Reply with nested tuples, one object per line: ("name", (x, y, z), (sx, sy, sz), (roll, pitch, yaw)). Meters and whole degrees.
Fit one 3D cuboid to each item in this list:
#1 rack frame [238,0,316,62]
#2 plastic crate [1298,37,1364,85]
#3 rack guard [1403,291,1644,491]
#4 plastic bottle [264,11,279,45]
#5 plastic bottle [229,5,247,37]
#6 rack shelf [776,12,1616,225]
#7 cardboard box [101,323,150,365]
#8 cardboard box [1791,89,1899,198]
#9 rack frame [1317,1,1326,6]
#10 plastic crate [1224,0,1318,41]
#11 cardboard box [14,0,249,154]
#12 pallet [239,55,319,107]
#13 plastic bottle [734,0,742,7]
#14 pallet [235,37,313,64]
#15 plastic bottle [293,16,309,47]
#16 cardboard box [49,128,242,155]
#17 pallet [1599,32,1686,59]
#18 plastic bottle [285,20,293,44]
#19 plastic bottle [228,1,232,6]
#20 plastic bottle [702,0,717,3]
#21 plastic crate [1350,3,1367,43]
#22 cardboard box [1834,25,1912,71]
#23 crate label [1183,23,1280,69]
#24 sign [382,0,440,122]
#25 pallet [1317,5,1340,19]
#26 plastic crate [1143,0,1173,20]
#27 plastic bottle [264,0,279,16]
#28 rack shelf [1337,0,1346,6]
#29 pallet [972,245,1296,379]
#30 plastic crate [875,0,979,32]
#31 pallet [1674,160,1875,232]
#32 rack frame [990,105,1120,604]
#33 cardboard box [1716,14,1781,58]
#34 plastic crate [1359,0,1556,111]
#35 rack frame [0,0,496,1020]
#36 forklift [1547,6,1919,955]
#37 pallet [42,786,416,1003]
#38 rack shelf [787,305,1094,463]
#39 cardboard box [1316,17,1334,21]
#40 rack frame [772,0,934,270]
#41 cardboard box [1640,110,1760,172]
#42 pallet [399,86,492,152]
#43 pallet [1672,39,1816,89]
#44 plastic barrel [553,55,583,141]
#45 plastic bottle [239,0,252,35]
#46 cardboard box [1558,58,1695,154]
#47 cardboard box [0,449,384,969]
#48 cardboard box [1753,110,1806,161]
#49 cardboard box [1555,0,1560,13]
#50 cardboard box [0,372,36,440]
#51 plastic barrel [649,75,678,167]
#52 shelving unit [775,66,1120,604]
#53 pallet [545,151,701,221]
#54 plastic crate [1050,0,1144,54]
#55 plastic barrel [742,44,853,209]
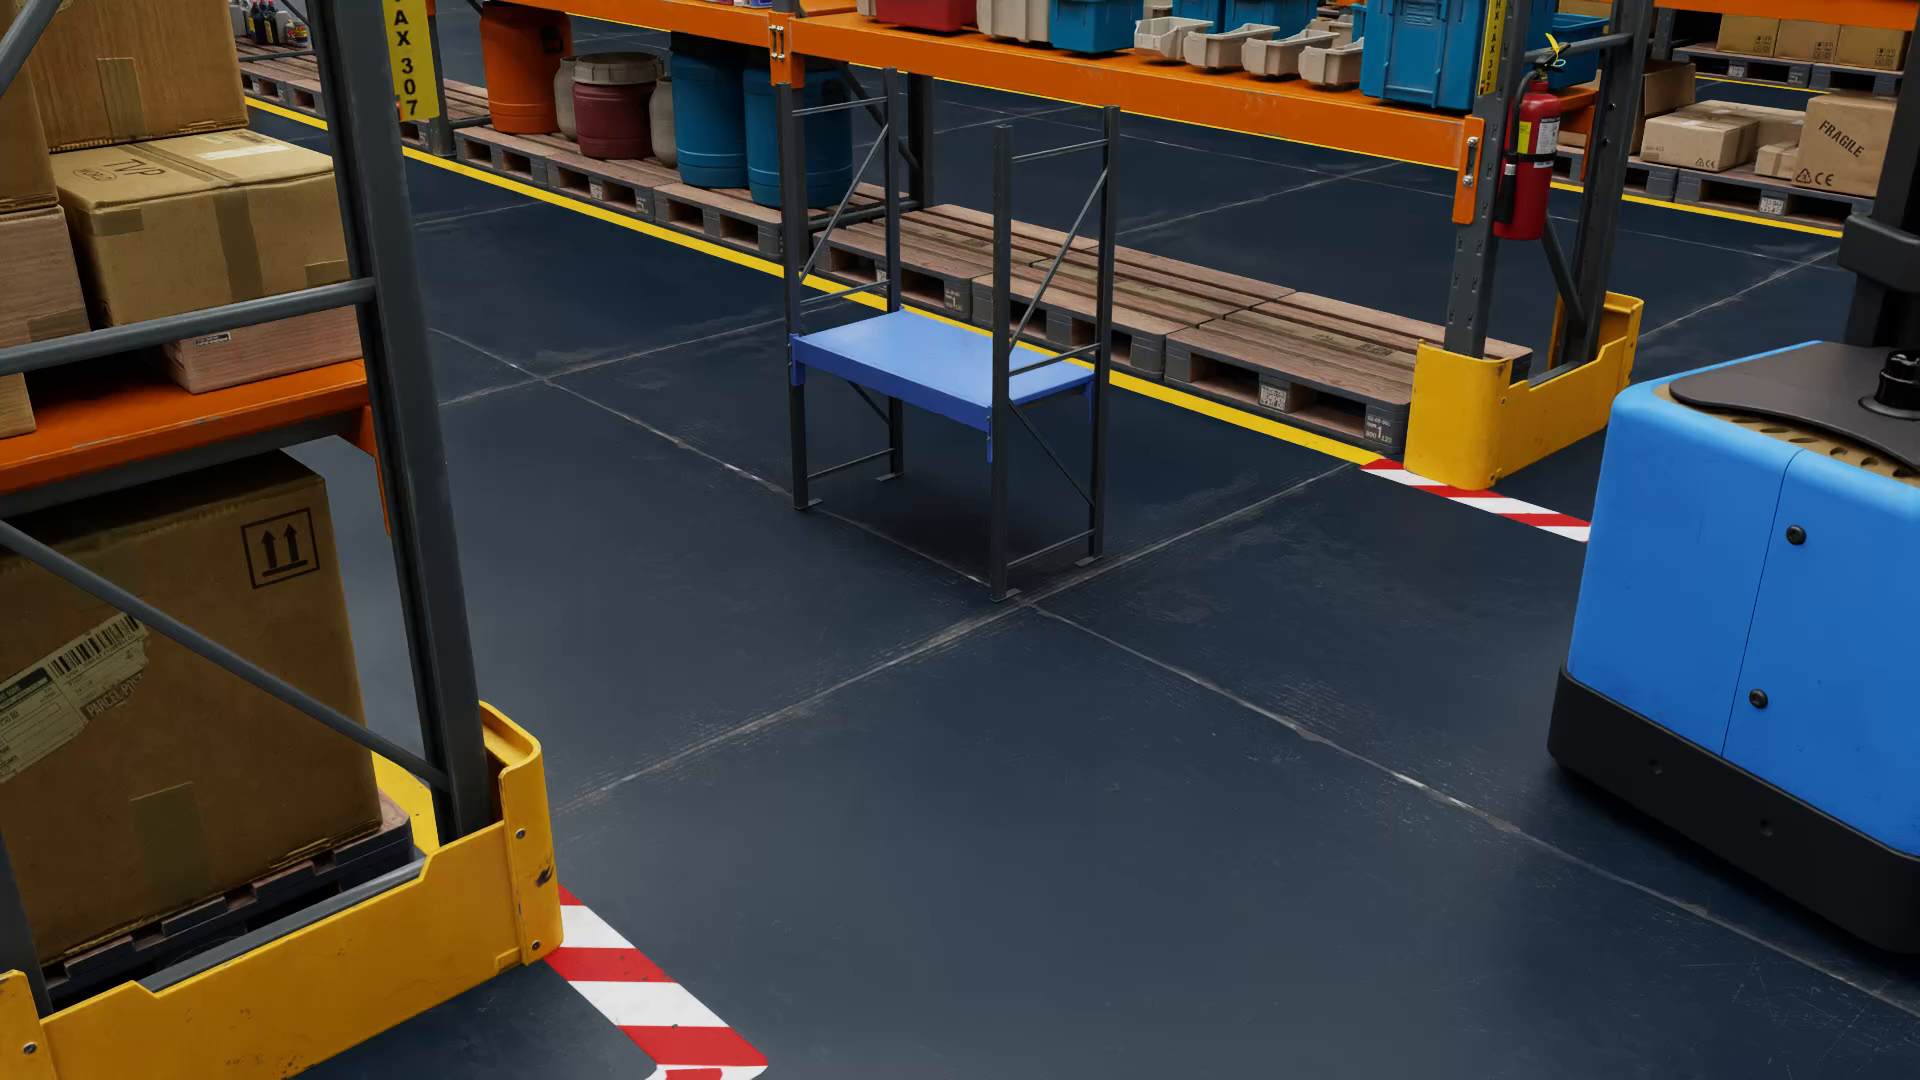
("rack frame", (-6.018, -5.391, 13.953), (1.000, 3.000, 0.127), (-21, 32, -38))
("plastic crate", (1.495, -1.858, 6.455), (0.396, 0.136, 0.243), (-21, 32, -38))
("rack guard", (2.210, -0.615, 6.495), (1.175, 0.500, 0.348), (-21, 32, -38))
("plastic bottle", (-6.234, -4.636, 15.041), (0.061, 0.283, 0.133), (-21, 32, -38))
("plastic bottle", (-6.777, -4.851, 15.520), (0.152, 0.276, 0.135), (-21, 32, -38))
("rack shelf", (0.817, -2.034, 7.461), (1.077, 0.370, 4.000), (-21, 32, -38))
("cardboard box", (-1.609, -0.515, 3.566), (0.380, 0.149, 0.250), (-22, 32, -39))
("cardboard box", (5.251, -2.317, 9.697), (0.500, 0.500, 0.500), (-21, 32, -38))
("rack frame", (3.948, -6.990, 17.457), (1.000, 3.000, 0.127), (-21, 32, -38))
("plastic crate", (1.356, -2.274, 7.249), (0.416, 0.233, 0.300), (-21, 32, -38))
("cardboard box", (-1.904, -1.132, 3.536), (0.500, 0.500, 0.500), (-22, 33, -40))
("pallet", (-5.453, -3.895, 14.035), (1.003, 0.211, 1.213), (-21, 32, -38))
("plastic bottle", (-1.154, -2.932, 8.802), (0.097, 0.201, 0.097), (0, 25, 0))
("pallet", (-6.446, -4.338, 15.004), (1.003, 0.211, 1.213), (-21, 32, -38))
("plastic bottle", (-5.915, -4.571, 14.912), (0.097, 0.271, 0.097), (0, 25, 0))
("cardboard box", (-1.922, -0.795, 3.701), (0.500, 0.250, 0.500), (-22, 32, -39))
("pallet", (6.100, -4.721, 15.845), (1.003, 0.211, 1.213), (-21, 32, -38))
("plastic bottle", (-6.054, -4.601, 15.062), (0.097, 0.201, 0.097), (0, 25, 0))
("plastic bottle", (-6.929, -5.006, 15.860), (0.152, 0.276, 0.135), (-22, 33, -40))
("plastic bottle", (-1.305, -3.049, 8.969), (0.152, 0.276, 0.135), (-21, 32, -38))
("plastic crate", (1.806, -2.074, 6.812), (0.416, 0.233, 0.300), (-21, 32, -38))
("cardboard box", (7.808, -4.267, 13.994), (0.700, 0.500, 0.500), (-20, 31, -37))
("crate label", (1.099, -2.028, 6.826), (0.396, 0.136, 0.243), (-21, 32, -38))
("sign", (-1.022, -0.936, 3.049), (0.100, 0.325, 0.005), (-21, 32, -38))
("pallet", (4.432, -5.461, 17.466), (1.003, 0.211, 1.213), (-21, 32, -38))
("plastic crate", (0.860, -2.432, 7.713), (0.293, 0.136, 0.466), (-21, 32, -38))
("plastic bottle", (-6.266, -4.748, 15.206), (0.144, 0.351, 0.185), (-20, 31, -37))
("rack shelf", (1.702, -4.650, 13.196), (1.077, 0.370, 4.000), (-21, 32, -38))
("pallet", (0.819, -1.117, 7.944), (1.003, 0.211, 1.213), (-21, 32, -38))
("plastic crate", (-0.122, -2.682, 7.866), (0.402, 0.464, 0.583), (-21, 32, -38))
("pallet", (5.205, -2.155, 10.220), (1.003, 0.211, 1.213), (-21, 32, -38))
("rack frame", (0.289, -0.554, 5.158), (0.500, 1.500, 0.032), (-21, 32, -38))
("cardboard box", (7.118, -4.576, 14.672), (0.700, 0.500, 0.500), (-21, 32, -38))
("plastic crate", (1.819, -1.847, 6.070), (0.616, 0.435, 0.499), (-21, 32, -38))
("rack frame", (-1.431, -0.350, 2.904), (1.000, 3.000, 0.127), (-21, 32, -38))
("forklift", (3.074, -0.857, 4.098), (3.031, 2.935, 1.130), (-14, 28, -27))
("pallet", (-2.035, 0.698, 3.965), (1.003, 0.211, 1.213), (-21, 32, -38))
("rack shelf", (-0.058, -0.545, 5.570), (0.538, 0.185, 1.000), (-21, 32, -38))
("cardboard box", (2.543, -3.808, 12.966), (0.500, 0.500, 0.500), (-21, 32, -38))
("rack frame", (-0.550, -2.967, 8.640), (1.000, 3.000, 0.127), (-21, 32, -38))
("cardboard box", (4.624, -2.500, 10.398), (0.500, 0.250, 0.500), (-21, 32, -38))
("pallet", (-3.785, -3.156, 12.414), (1.003, 0.211, 1.213), (-21, 32, -38))
("pallet", (7.145, -4.256, 14.826), (1.003, 0.211, 1.213), (-21, 32, -38))
("plastic barrel", (-2.486, -2.949, 11.092), (0.421, 0.512, 0.421), (0, 25, 0))
("plastic bottle", (-6.686, -4.934, 15.613), (0.144, 0.351, 0.185), (-22, 32, -39))
("cardboard box", (4.356, -2.868, 10.900), (0.797, 0.503, 0.637), (-21, 32, -38))
("cardboard box", (-1.927, 0.254, 3.633), (0.875, 0.875, 0.875), (-21, 32, -38))
("cardboard box", (5.296, -2.505, 10.411), (0.500, 0.250, 0.500), (-21, 32, -38))
("cardboard box", (5.533, -5.419, 16.099), (0.750, 0.750, 0.750), (-20, 31, -37))
("cardboard box", (-1.915, -0.251, 2.988), (0.380, 0.149, 0.250), (-20, 32, -38))
("plastic barrel", (-1.714, -2.607, 10.342), (0.421, 0.512, 0.421), (0, 25, 0))
("shelving unit", (-0.058, -0.708, 5.495), (0.538, 1.500, 1.048), (-21, 32, -38))
("pallet", (-1.885, -2.314, 10.568), (1.003, 0.211, 1.213), (-21, 32, -38))
("plastic crate", (0.593, -2.256, 7.211), (0.416, 0.233, 0.300), (-21, 32, -38))
("plastic barrel", (-0.909, -2.373, 9.361), (0.600, 0.901, 0.708), (-21, 32, -38))
